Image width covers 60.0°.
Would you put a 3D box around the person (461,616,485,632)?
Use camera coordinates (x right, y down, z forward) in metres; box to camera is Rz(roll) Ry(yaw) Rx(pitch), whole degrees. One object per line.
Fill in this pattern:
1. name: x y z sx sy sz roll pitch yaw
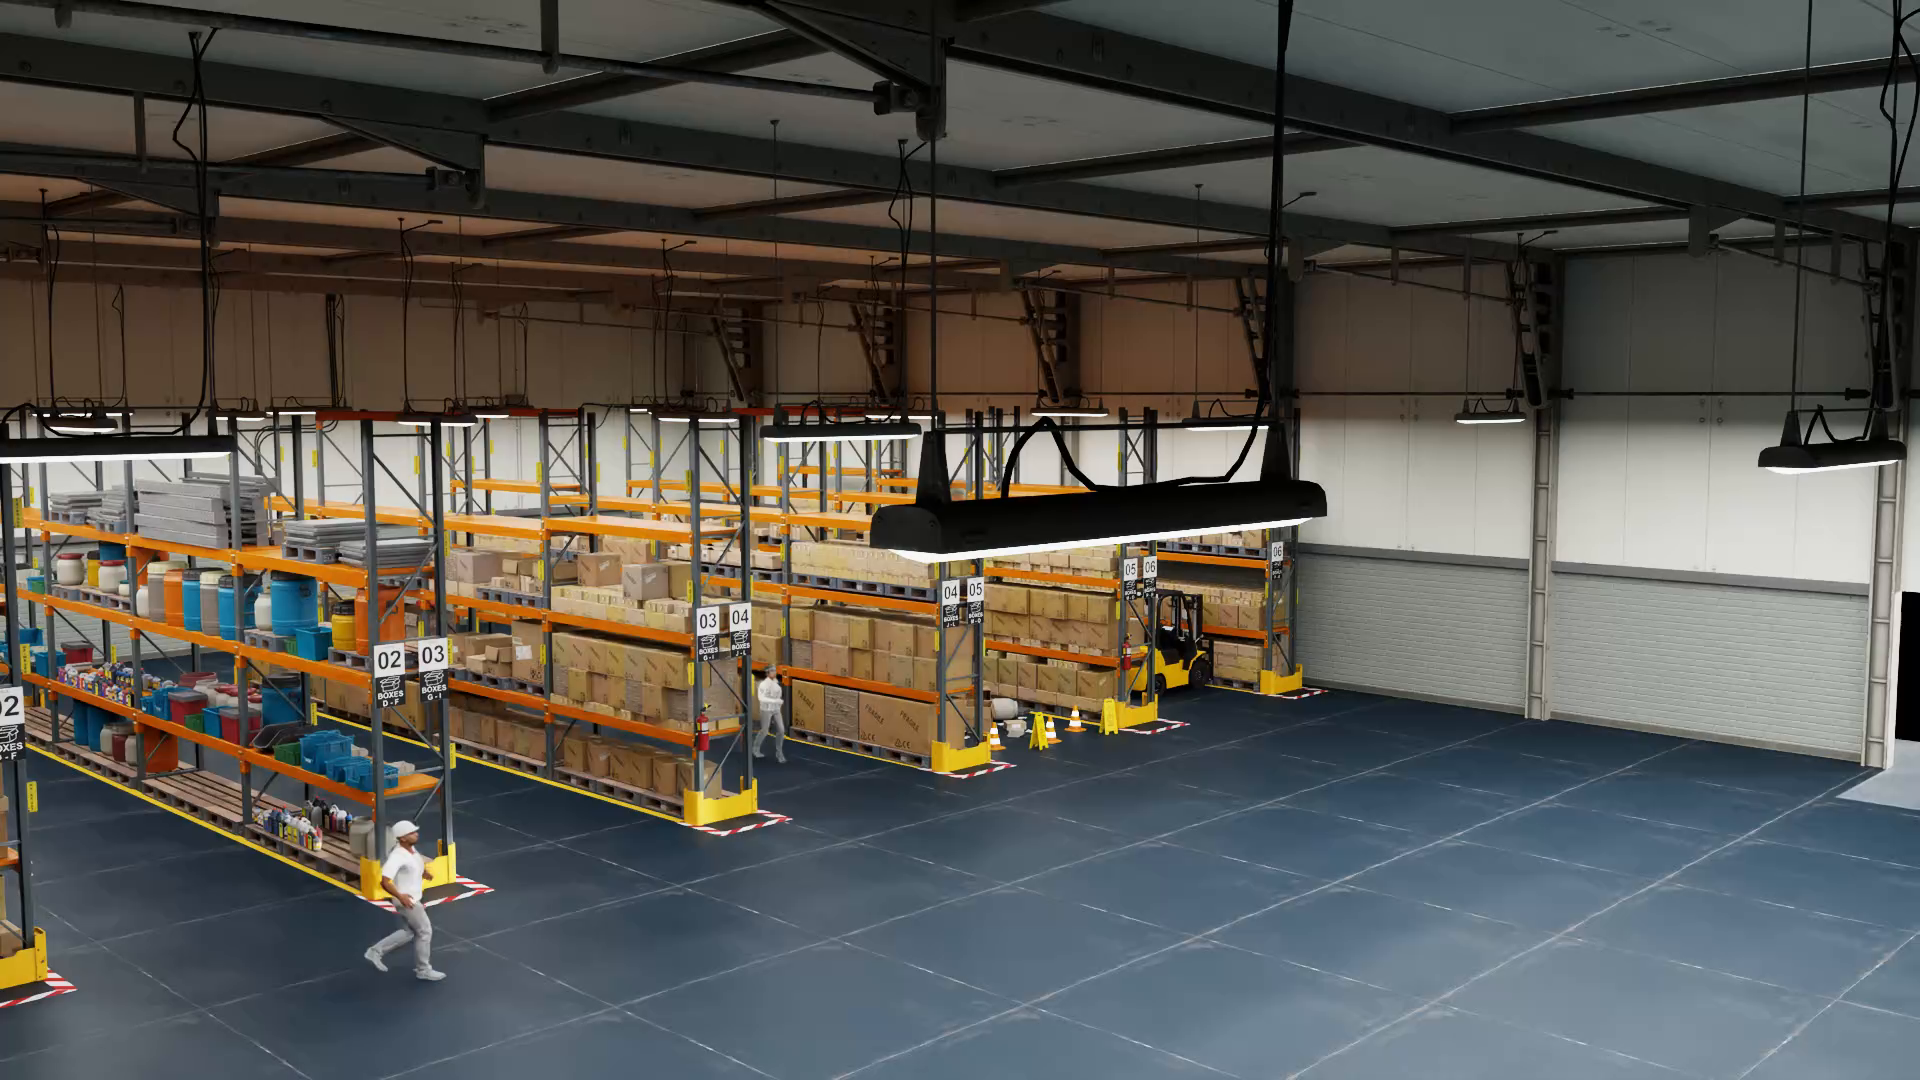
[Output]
1. person: -11.916 1.871 40.648 0.905 1.734 0.678 2 5 18

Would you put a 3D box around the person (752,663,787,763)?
1. person: -3.259 2.976 28.547 0.739 1.770 0.631 4 6 38

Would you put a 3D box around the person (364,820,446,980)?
1. person: -5.987 3.878 17.885 0.837 1.765 0.689 -1 5 -14

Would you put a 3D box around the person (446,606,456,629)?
1. person: -11.472 2.217 36.775 0.739 1.733 0.595 -5 7 -42

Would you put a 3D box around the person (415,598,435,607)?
1. person: -12.761 1.998 39.602 0.714 1.665 0.765 2 5 20
